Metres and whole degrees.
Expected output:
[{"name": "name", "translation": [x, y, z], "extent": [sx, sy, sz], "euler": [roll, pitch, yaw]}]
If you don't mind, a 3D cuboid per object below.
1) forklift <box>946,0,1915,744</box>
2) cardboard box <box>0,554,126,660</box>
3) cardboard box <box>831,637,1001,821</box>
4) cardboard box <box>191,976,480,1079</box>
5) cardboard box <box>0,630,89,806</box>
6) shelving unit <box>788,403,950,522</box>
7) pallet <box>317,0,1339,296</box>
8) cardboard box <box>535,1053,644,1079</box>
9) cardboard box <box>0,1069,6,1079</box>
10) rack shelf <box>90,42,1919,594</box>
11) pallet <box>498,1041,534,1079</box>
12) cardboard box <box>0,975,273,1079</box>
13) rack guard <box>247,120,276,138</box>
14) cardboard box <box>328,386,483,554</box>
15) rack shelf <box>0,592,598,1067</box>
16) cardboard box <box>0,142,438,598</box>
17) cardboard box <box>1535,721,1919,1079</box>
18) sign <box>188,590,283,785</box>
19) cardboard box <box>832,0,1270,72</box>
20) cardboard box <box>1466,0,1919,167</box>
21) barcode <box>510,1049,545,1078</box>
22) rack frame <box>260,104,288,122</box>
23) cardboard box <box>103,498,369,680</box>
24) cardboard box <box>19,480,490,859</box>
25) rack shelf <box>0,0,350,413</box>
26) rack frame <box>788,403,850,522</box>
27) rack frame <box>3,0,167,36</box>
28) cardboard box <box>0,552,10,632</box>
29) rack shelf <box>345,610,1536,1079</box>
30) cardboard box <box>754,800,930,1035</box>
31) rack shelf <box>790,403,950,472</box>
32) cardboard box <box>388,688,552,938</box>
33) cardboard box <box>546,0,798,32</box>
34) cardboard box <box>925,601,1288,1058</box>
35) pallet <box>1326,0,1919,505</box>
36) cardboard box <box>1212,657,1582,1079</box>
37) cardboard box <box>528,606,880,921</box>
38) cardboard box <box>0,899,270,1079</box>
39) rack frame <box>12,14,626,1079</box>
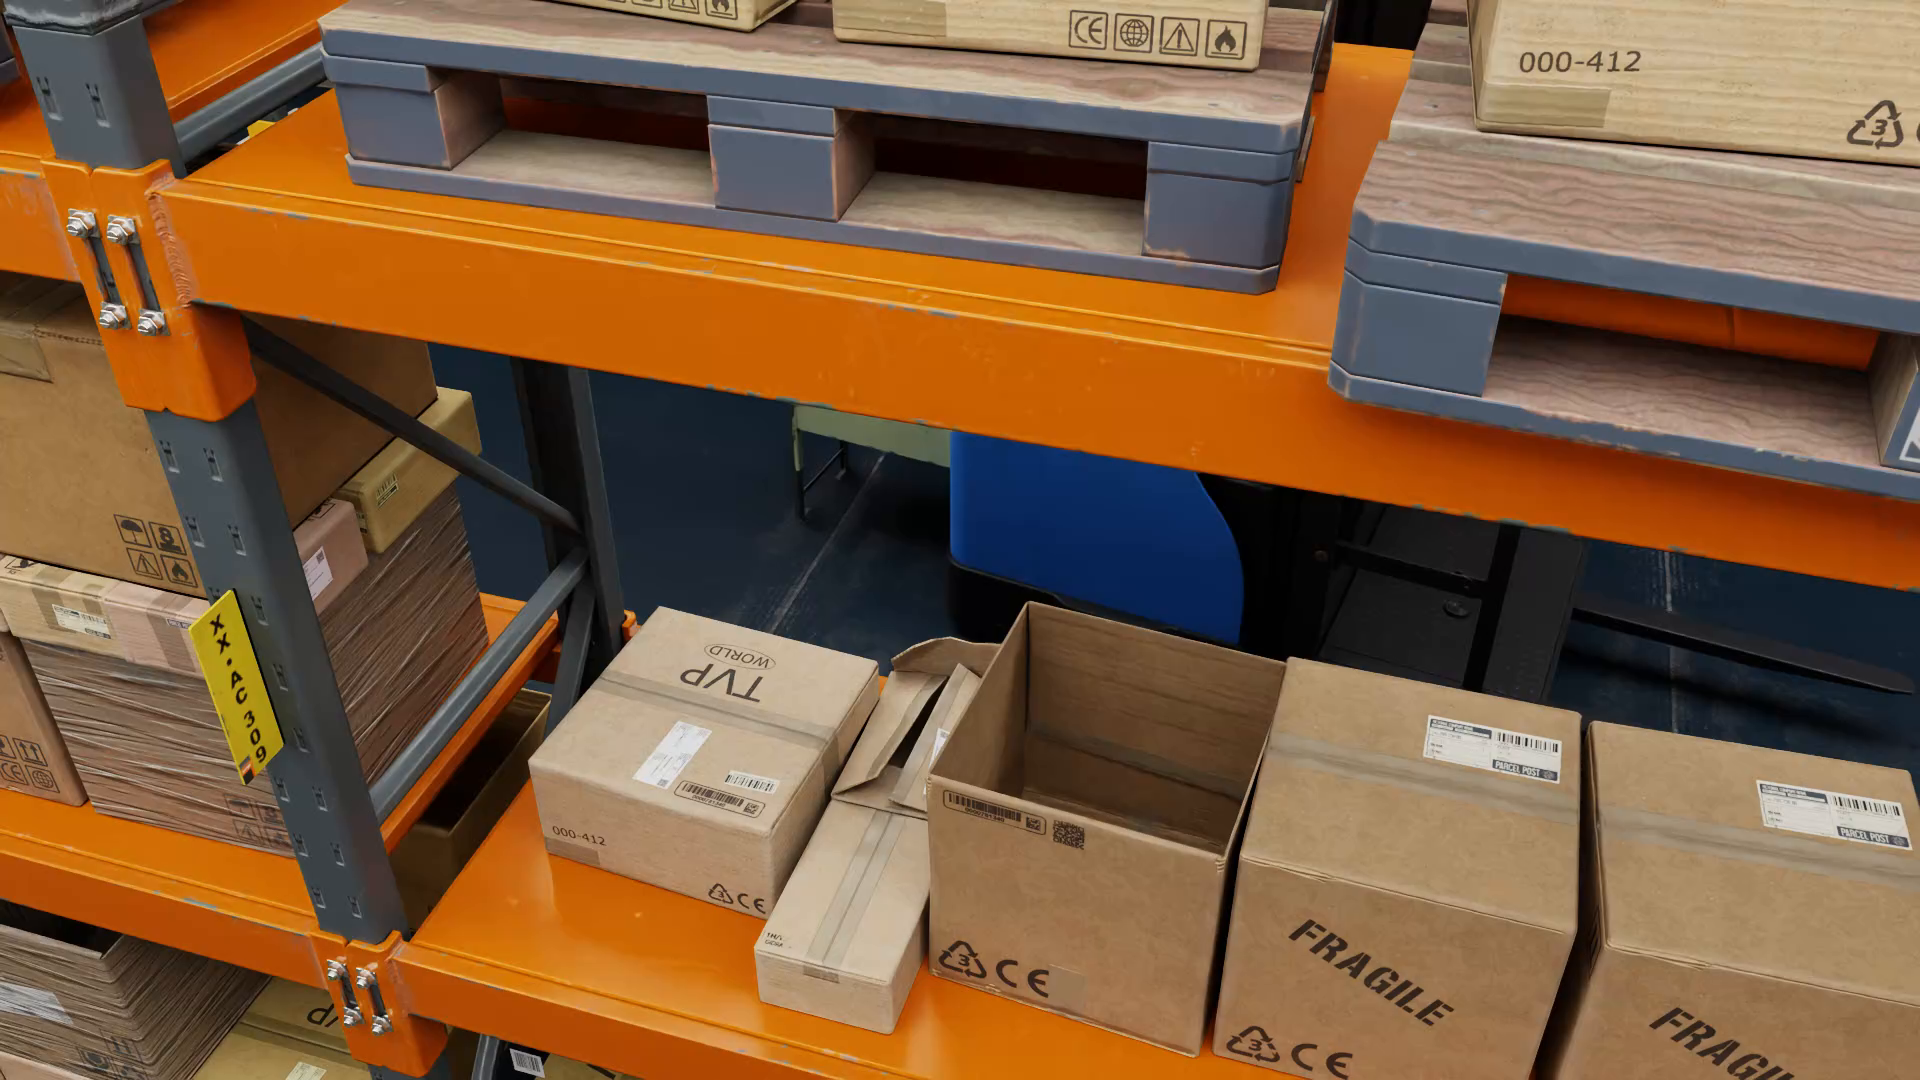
[{"name": "forklift", "translation": [1.510, -0.756, 4.805], "extent": [3.031, 2.935, 1.130], "euler": [16, 39, 20]}, {"name": "cardboard box", "translation": [-1.525, 0.028, 3.050], "extent": [0.250, 0.149, 0.380], "euler": [10, 37, 13]}, {"name": "cardboard box", "translation": [-0.072, 0.407, 3.280], "extent": [0.258, 0.266, 0.396], "euler": [10, 37, 13]}, {"name": "cardboard box", "translation": [-1.474, 1.281, 3.944], "extent": [0.500, 0.250, 0.500], "euler": [10, 38, 14]}, {"name": "cardboard box", "translation": [-1.897, 0.096, 3.504], "extent": [0.500, 0.500, 0.700], "euler": [10, 38, 13]}, {"name": "shelving unit", "translation": [-0.200, -0.692, 5.924], "extent": [0.755, 1.500, 0.431], "euler": [15, 39, 20]}, {"name": "pallet", "translation": [-0.120, -0.681, 2.276], "extent": [1.217, 0.209, 0.805], "euler": [9, 37, 12]}, {"name": "cardboard box", "translation": [-0.646, 1.227, 3.544], "extent": [0.500, 0.311, 0.500], "euler": [11, 38, 14]}, {"name": "cardboard box", "translation": [-2.430, 1.107, 4.181], "extent": [0.500, 0.250, 0.500], "euler": [10, 38, 14]}, {"name": "rack shelf", "translation": [0.943, -0.264, 2.154], "extent": [4.000, 0.370, 1.077], "euler": [10, 38, 14]}, {"name": "pallet", "translation": [-1.713, 1.260, 4.360], "extent": [1.213, 0.211, 1.003], "euler": [10, 38, 14]}, {"name": "cardboard box", "translation": [-1.948, 1.187, 4.072], "extent": [0.500, 0.250, 0.500], "euler": [10, 38, 14]}, {"name": "rack guard", "translation": [-3.238, -2.189, 8.803], "extent": [0.348, 0.500, 1.175], "euler": [10, 38, 14]}, {"name": "cardboard box", "translation": [-1.165, -0.158, 3.302], "extent": [0.250, 0.149, 0.380], "euler": [10, 38, 14]}, {"name": "rack shelf", "translation": [-2.875, 0.237, 4.004], "extent": [4.000, 0.370, 1.077], "euler": [10, 38, 14]}, {"name": "cardboard box", "translation": [-1.391, -0.337, 2.998], "extent": [0.500, 0.500, 0.700], "euler": [11, 38, 14]}, {"name": "cardboard box", "translation": [1.246, 0.680, 2.711], "extent": [0.500, 0.500, 0.500], "euler": [9, 37, 11]}, {"name": "sign", "translation": [-1.130, 0.235, 2.603], "extent": [0.005, 0.325, 0.100], "euler": [10, 38, 14]}, {"name": "cardboard box", "translation": [0.144, -0.806, 2.056], "extent": [0.500, 0.250, 0.500], "euler": [7, 37, 9]}, {"name": "cardboard box", "translation": [0.841, -0.643, 1.835], "extent": [0.500, 0.250, 0.500], "euler": [7, 37, 10]}, {"name": "barcode", "translation": [-0.847, 1.025, 3.255], "extent": [0.075, 0.075, 0.001], "euler": [10, 38, 14]}, {"name": "rack frame", "translation": [-3.311, -3.209, 8.080], "extent": [0.127, 3.000, 1.000], "euler": [10, 38, 14]}, {"name": "cardboard box", "translation": [-1.289, 0.073, 2.989], "extent": [0.250, 0.149, 0.380], "euler": [10, 38, 14]}, {"name": "cardboard box", "translation": [-1.391, 0.186, 3.383], "extent": [0.500, 0.500, 0.700], "euler": [10, 37, 13]}, {"name": "rack shelf", "translation": [-2.875, -0.971, 3.115], "extent": [4.000, 0.370, 1.077], "euler": [10, 38, 14]}, {"name": "rack frame", "translation": [-0.533, -0.782, 6.047], "extent": [0.023, 1.500, 0.400], "euler": [15, 39, 20]}, {"name": "rack frame", "translation": [-0.966, -2.115, 1.532], "extent": [0.127, 3.000, 1.000], "euler": [10, 38, 14]}, {"name": "cardboard box", "translation": [-1.776, -0.017, 3.111], "extent": [0.250, 0.149, 0.380], "euler": [9, 37, 13]}, {"name": "rack shelf", "translation": [0.943, 0.944, 3.043], "extent": [4.000, 0.370, 1.077], "euler": [10, 38, 14]}, {"name": "cardboard box", "translation": [-0.181, 0.674, 3.015], "extent": [0.250, 0.149, 0.380], "euler": [10, 38, 14]}, {"name": "rack shelf", "translation": [-0.200, -0.429, 6.118], "extent": [0.720, 0.370, 0.431], "euler": [15, 39, 20]}, {"name": "cardboard box", "translation": [-1.315, 0.678, 4.131], "extent": [0.500, 0.500, 0.500], "euler": [10, 38, 14]}, {"name": "cardboard box", "translation": [-0.381, -0.901, 2.186], "extent": [0.500, 0.250, 0.500], "euler": [14, 39, 19]}, {"name": "cardboard box", "translation": [0.265, 0.499, 2.957], "extent": [0.500, 0.500, 0.500], "euler": [13, 38, 17]}, {"name": "pallet", "translation": [1.109, -0.389, 1.877], "extent": [1.213, 0.211, 1.003], "euler": [12, 38, 16]}, {"name": "cardboard box", "translation": [0.743, 0.587, 2.837], "extent": [0.500, 0.500, 0.500], "euler": [11, 38, 14]}, {"name": "cardboard box", "translation": [-0.483, 0.424, 3.270], "extent": [0.500, 0.250, 0.500], "euler": [13, 38, 17]}, {"name": "cardboard box", "translation": [-1.948, 0.884, 3.851], "extent": [0.500, 0.500, 0.500], "euler": [10, 38, 14]}, {"name": "rack frame", "translation": [-0.966, 0.301, 3.311], "extent": [0.127, 3.000, 1.000], "euler": [10, 38, 14]}]
